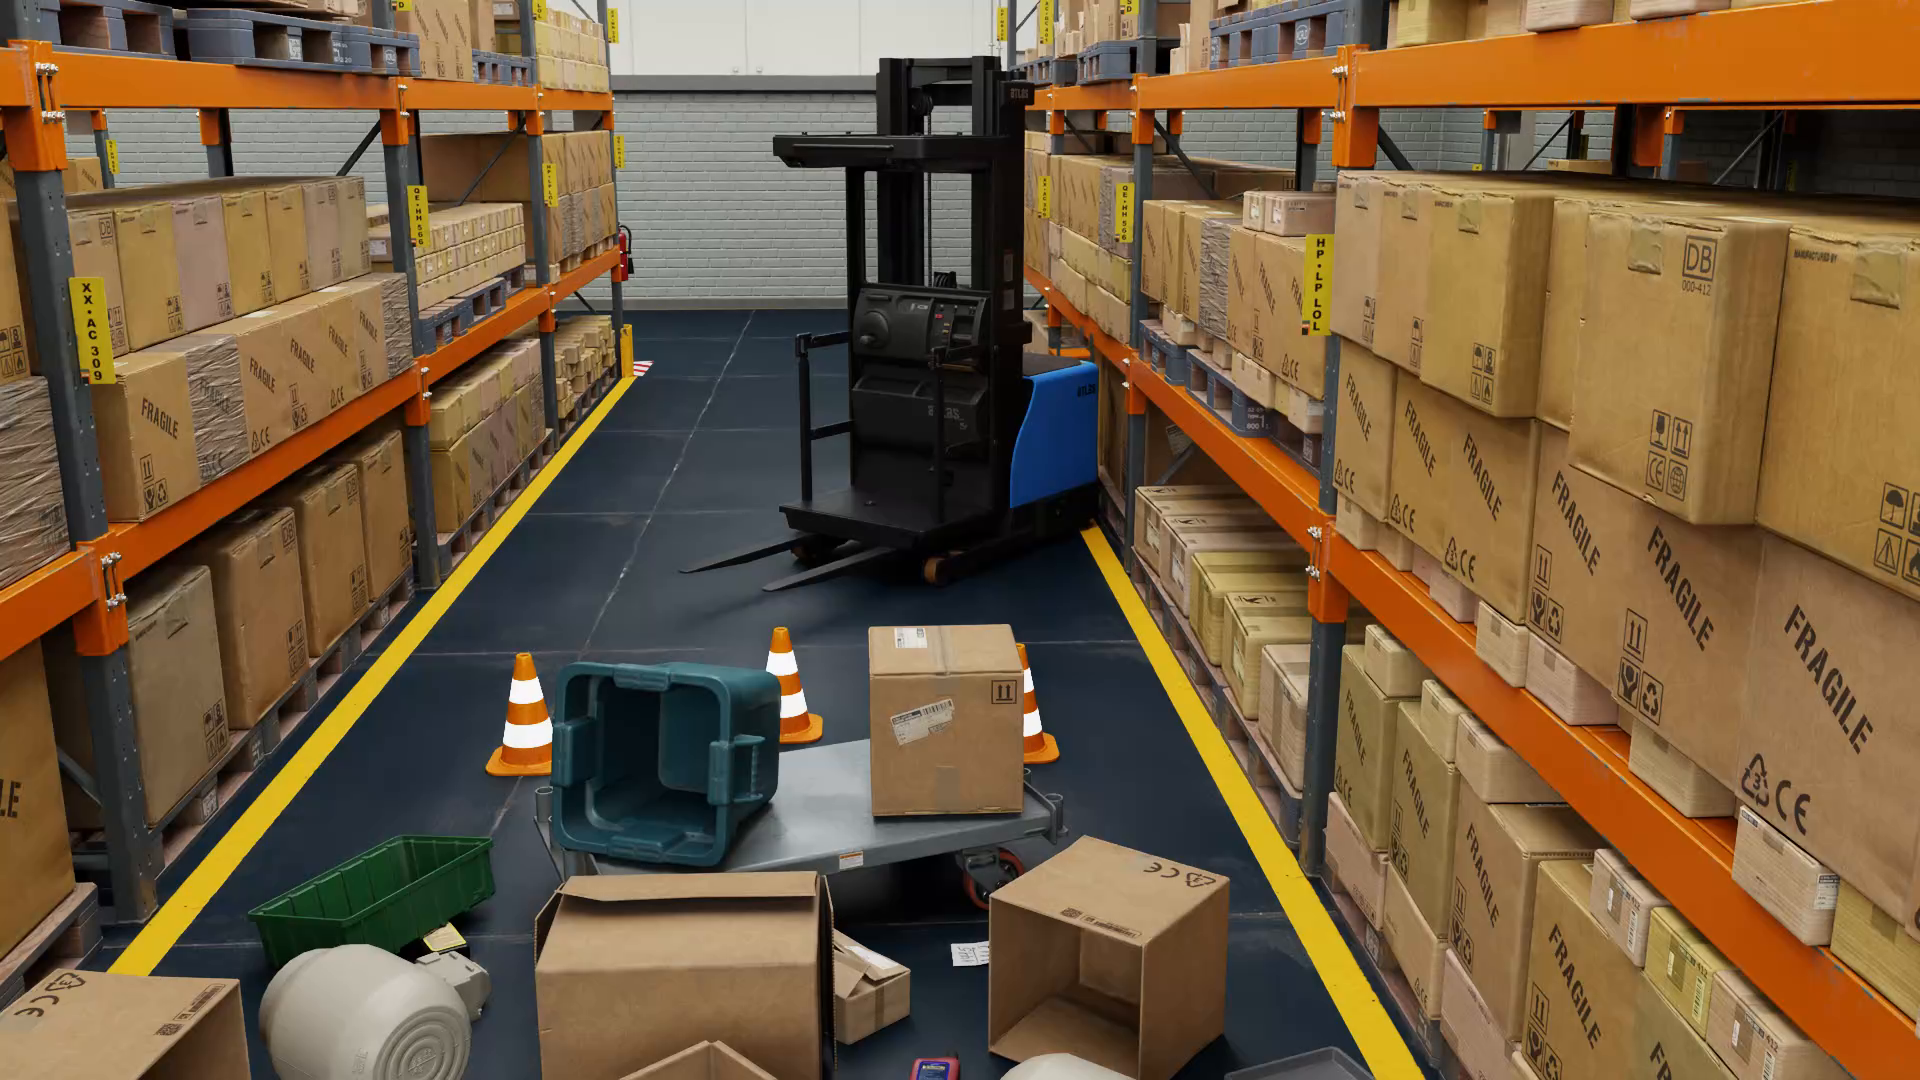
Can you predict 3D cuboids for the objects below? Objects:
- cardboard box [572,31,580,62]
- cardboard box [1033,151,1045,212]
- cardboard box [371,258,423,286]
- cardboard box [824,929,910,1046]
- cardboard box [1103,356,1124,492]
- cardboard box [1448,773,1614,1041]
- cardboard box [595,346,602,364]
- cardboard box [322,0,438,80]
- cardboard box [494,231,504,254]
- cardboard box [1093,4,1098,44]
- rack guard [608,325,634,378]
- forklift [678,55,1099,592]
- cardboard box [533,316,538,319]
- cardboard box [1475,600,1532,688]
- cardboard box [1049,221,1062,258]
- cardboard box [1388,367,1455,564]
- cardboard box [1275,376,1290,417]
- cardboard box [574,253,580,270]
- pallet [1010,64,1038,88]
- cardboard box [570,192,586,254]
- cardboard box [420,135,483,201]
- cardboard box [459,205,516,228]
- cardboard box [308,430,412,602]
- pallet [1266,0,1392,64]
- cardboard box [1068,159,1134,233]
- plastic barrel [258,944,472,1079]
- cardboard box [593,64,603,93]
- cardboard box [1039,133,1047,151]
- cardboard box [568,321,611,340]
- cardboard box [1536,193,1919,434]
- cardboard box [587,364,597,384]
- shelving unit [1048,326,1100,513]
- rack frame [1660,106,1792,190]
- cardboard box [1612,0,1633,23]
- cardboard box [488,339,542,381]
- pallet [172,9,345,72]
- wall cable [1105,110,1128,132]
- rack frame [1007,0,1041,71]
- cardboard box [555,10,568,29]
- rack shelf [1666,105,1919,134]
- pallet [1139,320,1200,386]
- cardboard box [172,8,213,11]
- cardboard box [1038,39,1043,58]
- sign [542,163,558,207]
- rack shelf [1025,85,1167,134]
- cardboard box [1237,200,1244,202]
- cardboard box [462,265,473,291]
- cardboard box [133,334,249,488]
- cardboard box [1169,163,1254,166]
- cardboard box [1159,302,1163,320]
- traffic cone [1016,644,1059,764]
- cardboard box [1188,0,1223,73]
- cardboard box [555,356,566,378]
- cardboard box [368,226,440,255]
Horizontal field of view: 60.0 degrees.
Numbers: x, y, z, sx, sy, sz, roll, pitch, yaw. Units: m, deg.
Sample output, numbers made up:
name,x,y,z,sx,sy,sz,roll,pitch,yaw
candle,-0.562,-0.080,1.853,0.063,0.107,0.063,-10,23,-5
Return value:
name,x,y,z,sx,sy,sz,roll,pitch,yaw
cardboard box,-3.595,-4.290,14.458,0.500,0.250,0.500,-2,15,-6
cardboard box,0.895,-3.038,14.105,0.500,0.500,0.500,-1,14,-4
cardboard box,-3.293,-1.518,9.472,0.380,0.149,0.250,0,14,-1
cardboard box,-0.373,1.284,5.004,0.258,0.266,0.396,-13,20,-42
cardboard box,1.460,-0.840,11.193,0.875,0.875,0.875,-1,14,-3
cardboard box,1.561,0.902,4.172,0.500,0.500,0.500,0,14,-1
cardboard box,-3.562,-1.741,15.555,0.380,0.149,0.250,-1,14,-3
cardboard box,-3.233,-2.816,9.233,0.500,0.500,0.500,-1,14,-3
cardboard box,-3.438,-2.099,11.728,0.380,0.149,0.250,-1,14,-5
cardboard box,1.037,-3.199,10.347,0.396,0.266,0.258,-1,14,-5
rack guard,-3.954,-1.929,17.022,1.175,0.500,0.348,-1,14,-3
forklift,-0.367,-1.294,9.672,1.130,2.935,3.031,10,18,35
cardboard box,-4.265,-2.134,16.486,0.380,0.149,0.250,-2,15,-6
cardboard box,1.488,0.247,4.050,0.380,0.149,0.250,-1,14,-3
cardboard box,0.969,-2.321,12.826,0.500,0.250,0.500,-1,14,-5
cardboard box,1.522,-0.230,4.604,0.500,0.500,0.500,-1,14,-4
cardboard box,1.413,-0.547,6.295,0.380,0.149,0.250,-1,14,-5
cardboard box,-3.532,-2.445,14.512,0.380,0.149,0.250,0,14,-1
pallet,1.032,-4.486,16.099,1.003,0.211,1.213,-1,14,-3
cardboard box,-3.523,-2.732,14.329,0.500,0.500,0.500,-1,14,-5
cardboard box,-4.010,-2.953,13.181,0.500,0.500,0.500,-1,14,-5
cardboard box,-3.474,-2.370,12.186,0.380,0.149,0.250,-1,14,-5
cardboard box,-3.515,-0.130,8.685,1.050,0.750,0.750,-1,14,-4
pallet,1.787,-1.793,5.832,1.213,0.211,1.003,-1,14,-3
cardboard box,1.052,-2.434,11.757,0.500,0.500,0.500,-1,14,-5
plastic barrel,-1.614,1.332,4.501,0.512,0.421,0.421,10,18,35
cardboard box,-3.628,-4.303,15.512,0.500,0.250,0.500,-1,14,-3
cardboard box,0.888,-3.438,14.359,0.380,0.149,0.250,-1,14,-4
cardboard box,-3.572,-2.016,16.027,0.380,0.149,0.250,-1,14,-5
cardboard box,1.667,-0.459,3.486,0.700,0.500,0.500,-1,14,-4
cardboard box,-3.567,-1.532,15.341,0.380,0.149,0.250,-1,14,-2
shelving unit,0.767,-0.815,11.241,0.258,1.200,0.503,-4,14,-3
rack frame,6.177,-2.343,13.613,1.000,3.000,0.127,-1,14,-3
cardboard box,1.588,-1.142,3.428,0.380,0.149,0.250,-1,14,-3
cardboard box,-3.412,-1.339,12.378,0.500,0.250,0.500,-1,14,-5
pallet,-3.298,-2.093,7.001,1.003,0.211,1.213,0,14,-1
wall cable,2.018,-5.179,22.597,0.588,1.984,0.122,-1,14,-3
rack frame,0.976,-6.166,16.431,1.000,3.000,0.127,-1,14,-3
cardboard box,-3.521,-4.383,14.019,0.380,0.149,0.250,0,14,-1
rack shelf,6.301,-2.950,11.396,1.077,0.370,4.000,-1,14,-3
pallet,1.622,-1.002,8.787,1.213,0.211,1.003,-1,14,-3
cardboard box,-3.607,-2.493,7.434,0.500,0.250,0.500,0,14,-2
cardboard box,0.848,-4.068,13.758,0.380,0.149,0.250,-1,14,-2
sign,-3.157,-2.734,12.810,0.100,0.325,0.005,-1,14,-3
rack shelf,1.100,-3.867,14.961,1.077,0.370,4.000,-1,14,-3
cardboard box,1.777,-1.558,8.921,0.500,0.500,0.500,-1,14,-5
cardboard box,-3.373,-1.695,10.756,0.380,0.149,0.250,-1,14,-3
cardboard box,-3.011,-0.483,6.185,0.500,0.500,0.500,-1,14,-3
cardboard box,1.628,-2.182,10.780,0.500,0.500,0.500,0,14,-2
cardboard box,1.306,-1.269,9.099,0.380,0.149,0.250,-2,15,-7
traffic cone,0.245,0.666,7.010,0.336,0.463,0.334,-1,14,-3
cardboard box,1.520,-2.536,8.143,0.700,0.500,0.500,-1,14,-3
cardboard box,-3.483,-1.433,13.761,0.380,0.149,0.250,0,14,-1
cardboard box,-3.328,-1.785,9.911,0.380,0.149,0.250,-1,14,-4
